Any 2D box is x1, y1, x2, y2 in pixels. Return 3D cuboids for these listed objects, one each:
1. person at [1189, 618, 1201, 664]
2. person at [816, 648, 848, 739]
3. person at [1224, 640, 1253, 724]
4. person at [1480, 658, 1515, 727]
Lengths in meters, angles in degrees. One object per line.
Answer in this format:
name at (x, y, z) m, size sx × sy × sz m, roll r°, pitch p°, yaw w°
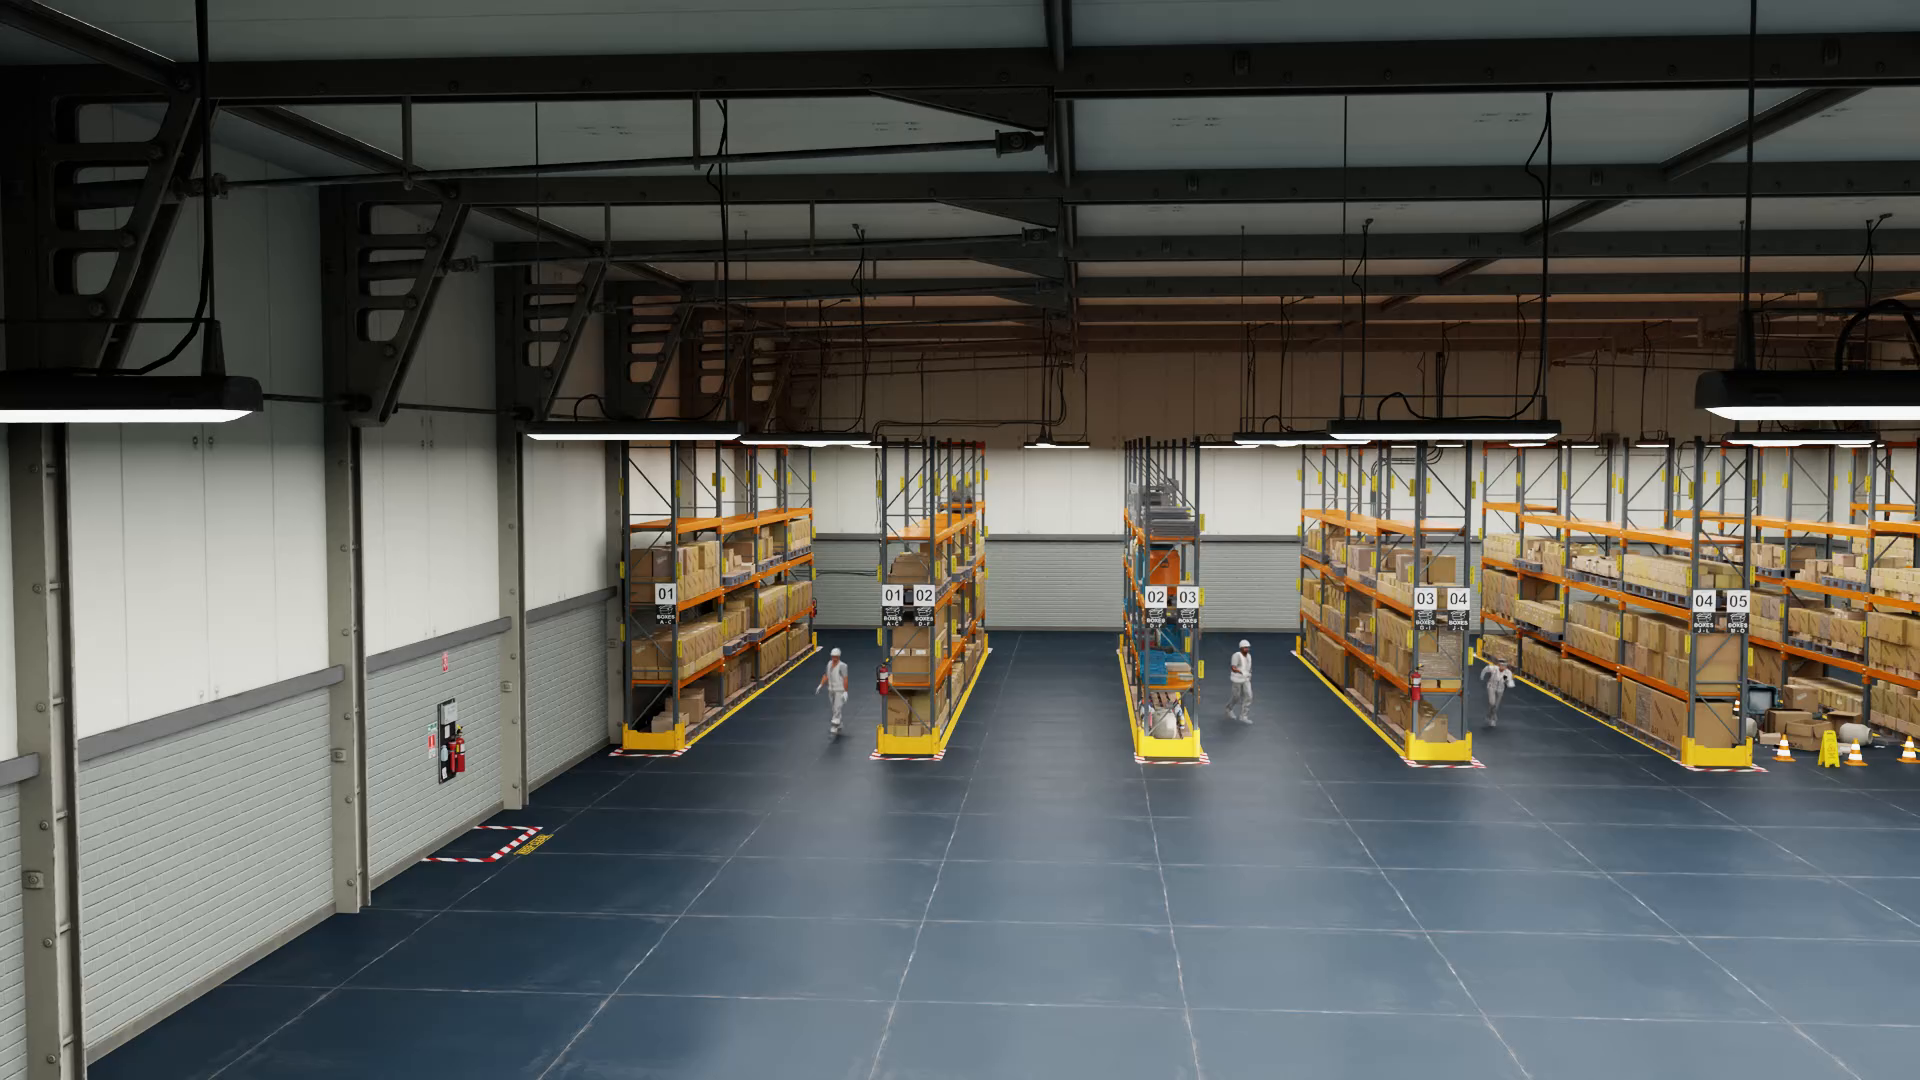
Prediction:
person at (6.138, 2.501, 44.665) m, size 0.806 × 1.656 × 0.613 m, roll 1°, pitch 3°, yaw 24°
person at (-2.547, 3.053, 33.463) m, size 0.747 × 1.780 × 0.764 m, roll 3°, pitch 4°, yaw 40°
person at (5.828, 2.961, 34.998) m, size 0.642 × 1.752 × 0.862 m, roll -2°, pitch 4°, yaw -36°
person at (11.132, 3.132, 34.423) m, size 0.569 × 1.447 × 1.054 m, roll 0°, pitch 3°, yaw 4°
